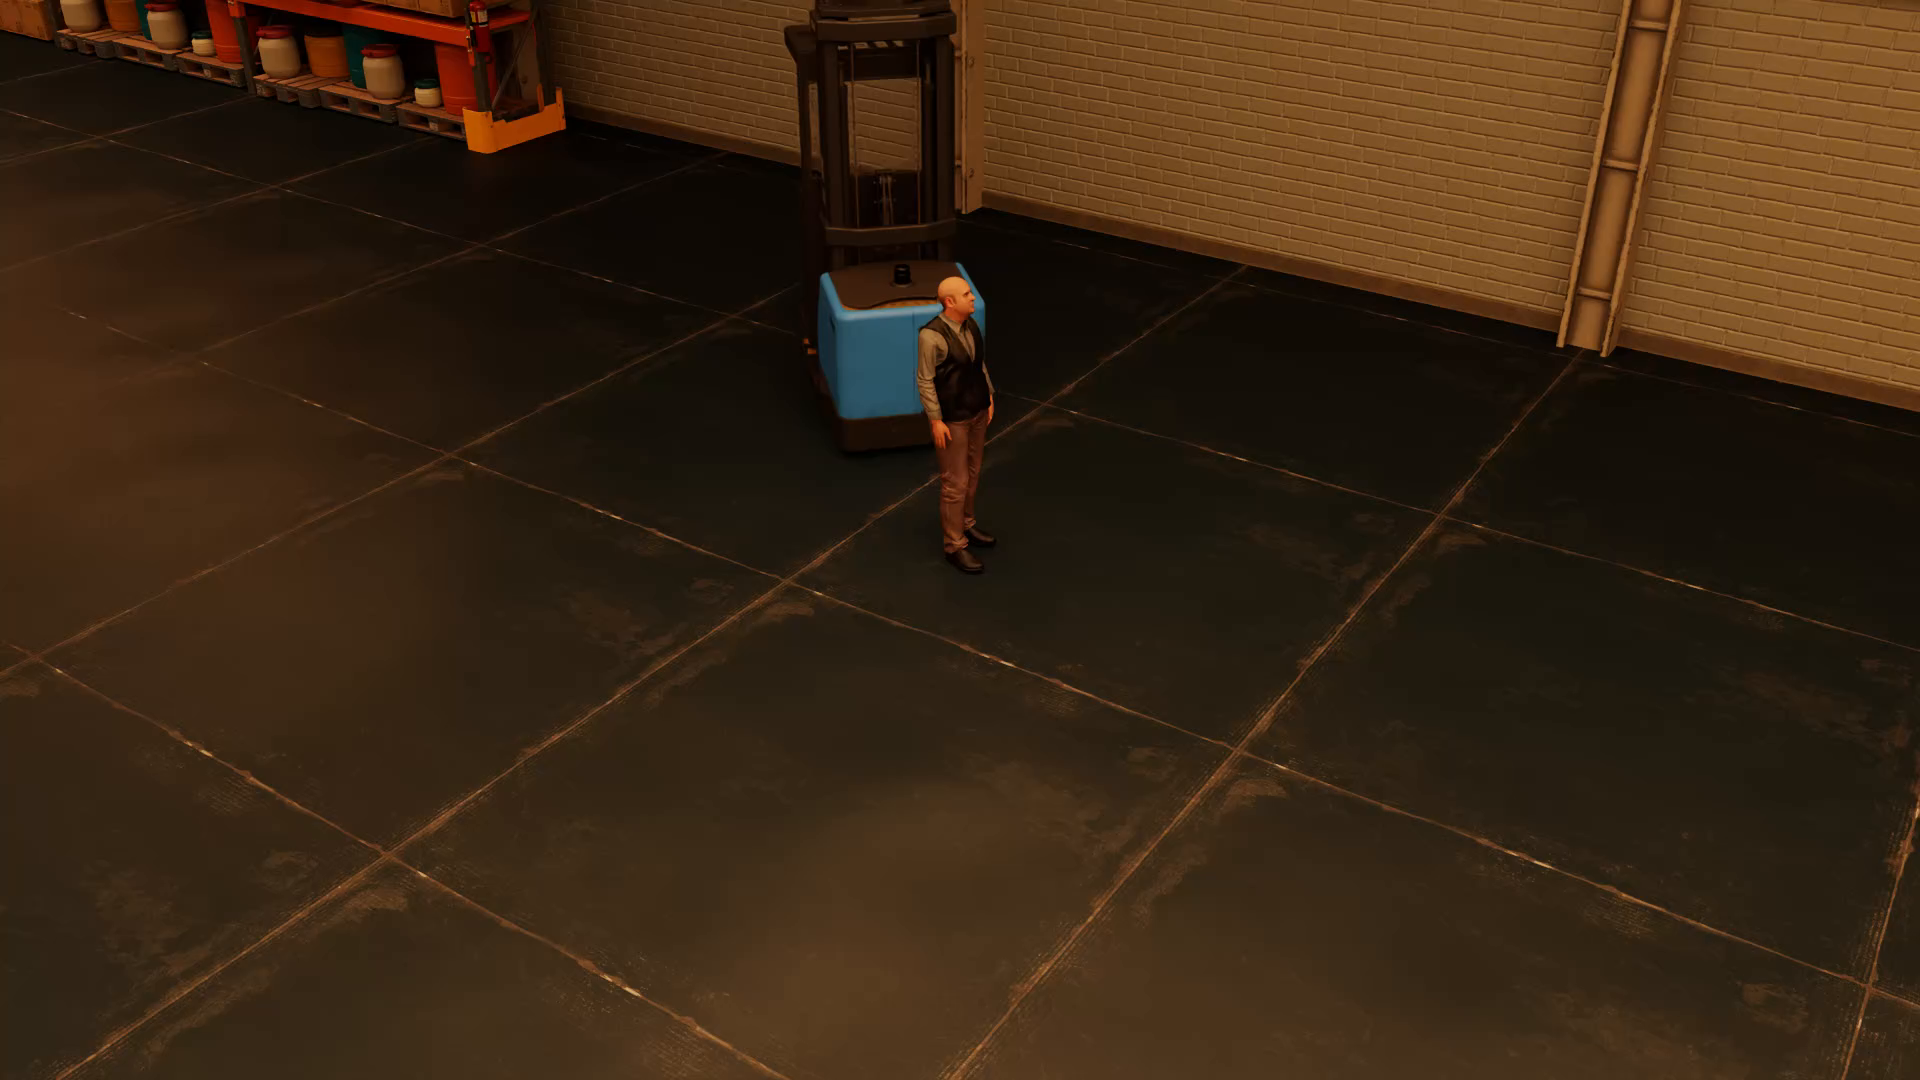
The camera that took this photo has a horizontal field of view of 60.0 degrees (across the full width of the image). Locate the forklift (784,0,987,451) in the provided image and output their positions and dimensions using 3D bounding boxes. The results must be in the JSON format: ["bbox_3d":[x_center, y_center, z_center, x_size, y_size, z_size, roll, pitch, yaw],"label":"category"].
[{"bbox_3d":[-0.629,-2.601,12.060,1.130,2.935,3.031,-6,31,-11],"label":"forklift"}]

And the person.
[{"bbox_3d":[0.048,-0.730,10.029,0.566,1.722,0.633,19,35,29],"label":"person"}]
